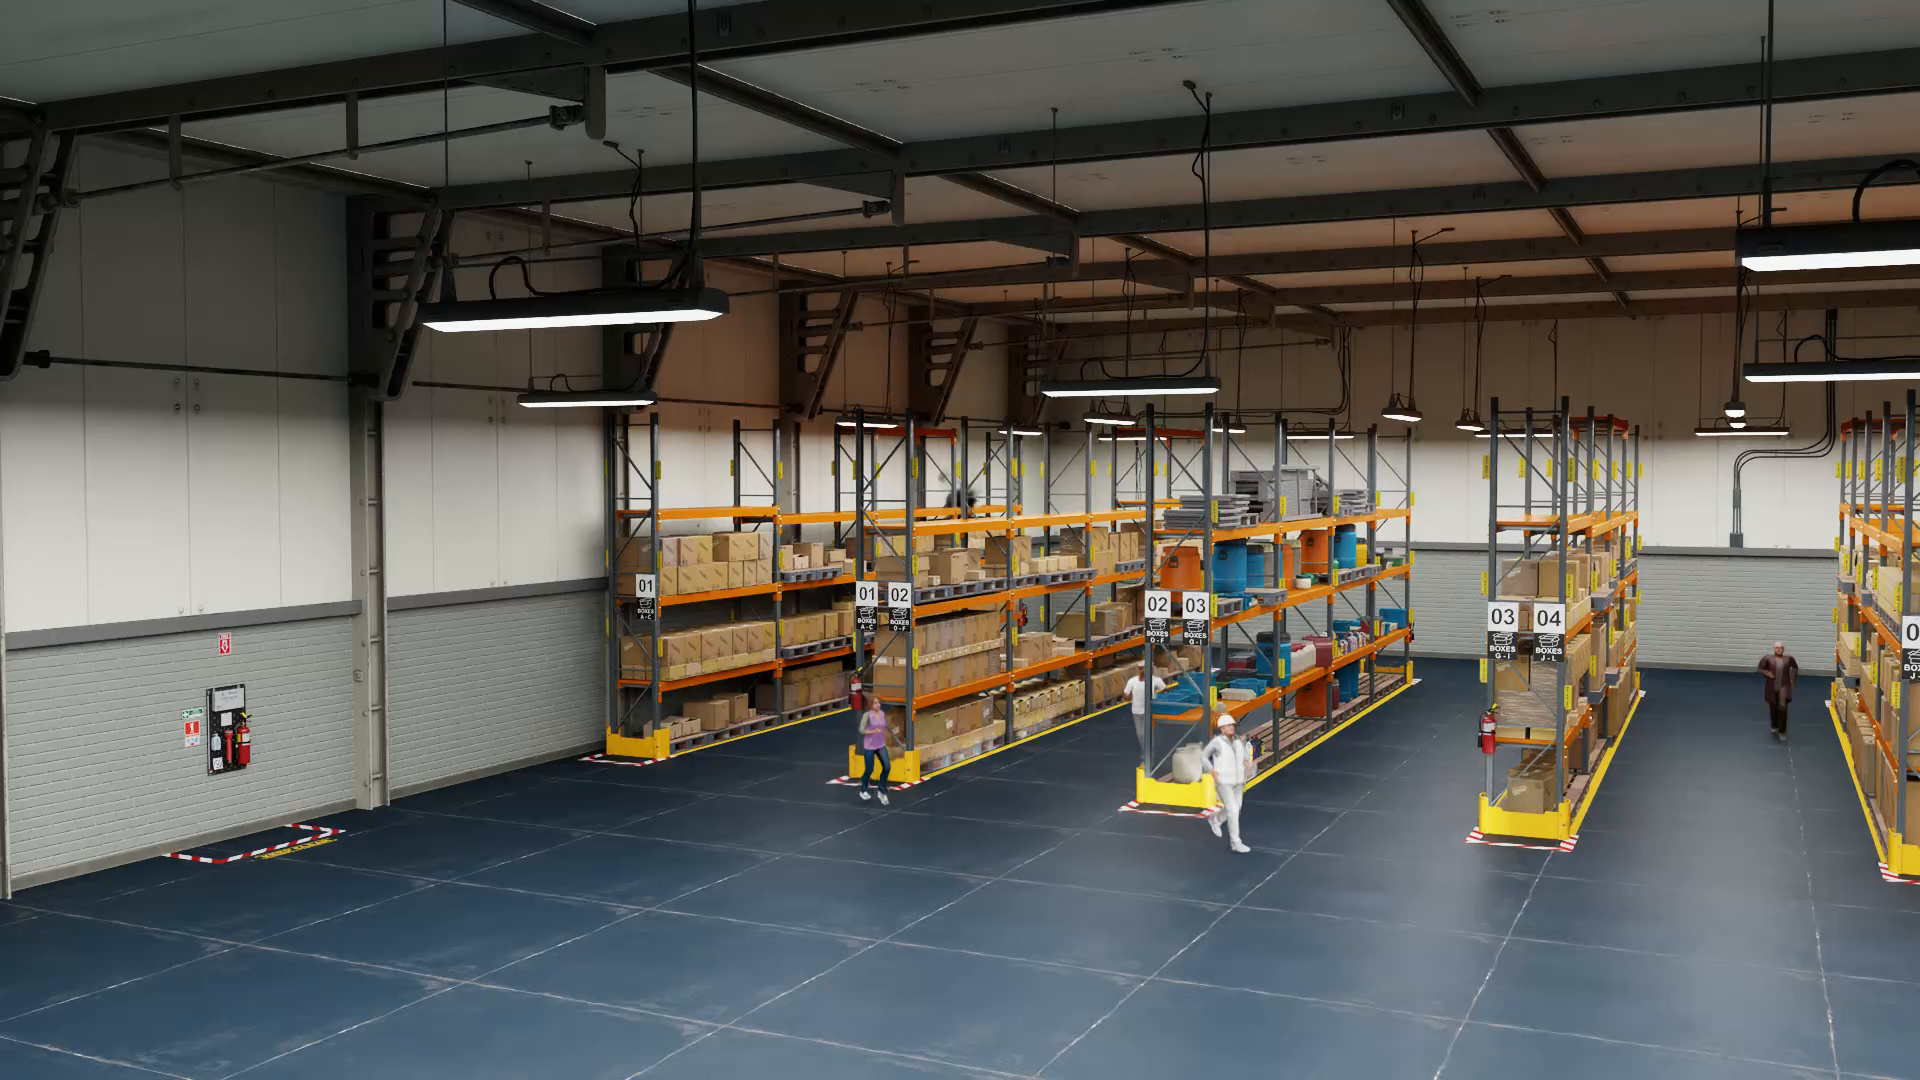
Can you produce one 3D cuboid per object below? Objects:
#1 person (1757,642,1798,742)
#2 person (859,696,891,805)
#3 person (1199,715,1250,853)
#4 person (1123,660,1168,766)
[{"bbox_3d":[15.246,2.816,31.042,0.684,1.843,0.863,1,3,28],"label":"person"},{"bbox_3d":[-1.284,3.157,24.936,0.535,1.645,0.634,-1,3,-32],"label":"person"},{"bbox_3d":[3.536,3.187,21.987,0.666,1.750,0.930,-2,3,-32],"label":"person"},{"bbox_3d":[3.089,2.916,27.994,0.692,1.786,0.918,1,3,22],"label":"person"}]
